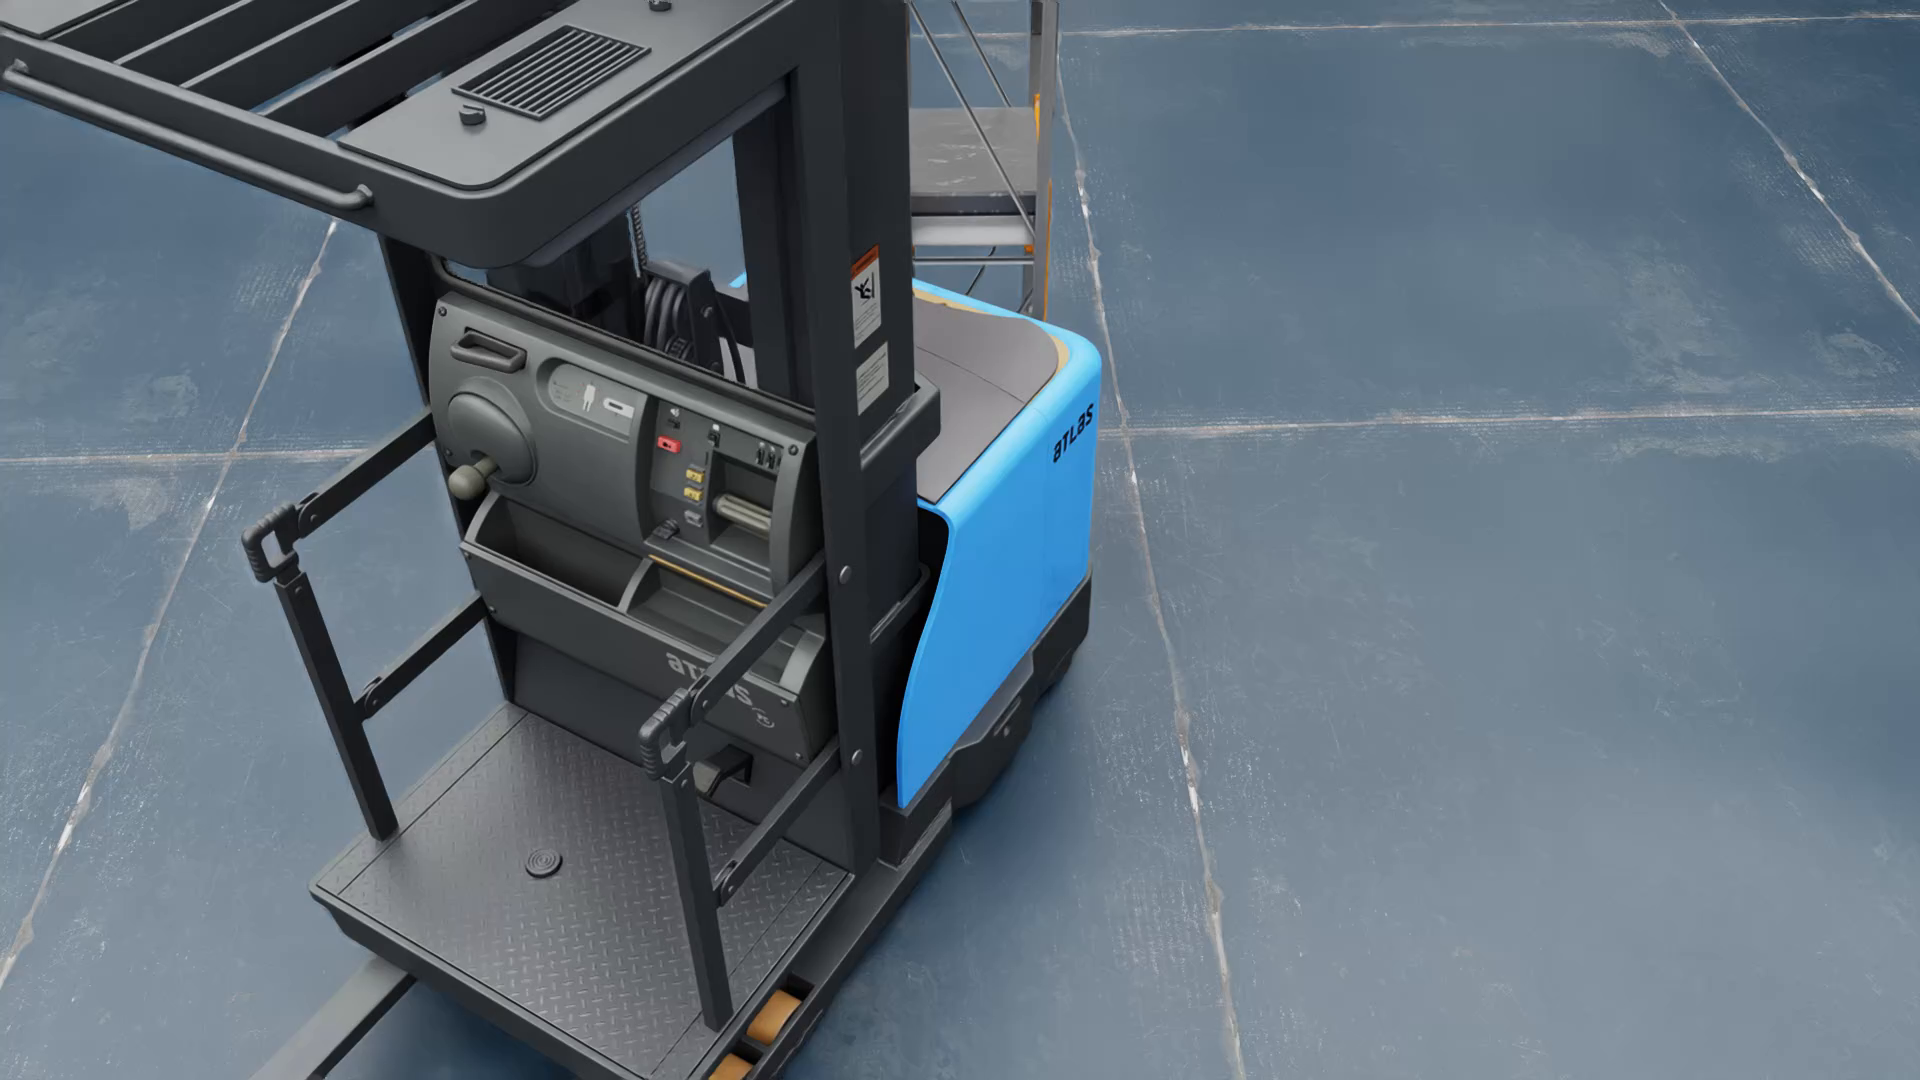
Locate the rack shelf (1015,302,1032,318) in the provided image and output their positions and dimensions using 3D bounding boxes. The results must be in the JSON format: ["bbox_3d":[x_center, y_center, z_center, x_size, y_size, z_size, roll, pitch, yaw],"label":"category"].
[{"bbox_3d":[0.032,-0.393,5.181,0.431,0.518,0.480,0,43,-1],"label":"rack shelf"}]

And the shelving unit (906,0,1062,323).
[{"bbox_3d":[0.032,-0.919,4.699,0.431,2.100,0.503,0,43,-1],"label":"shelving unit"}]

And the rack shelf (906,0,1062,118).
[{"bbox_3d":[0.032,-1.425,4.235,0.431,0.518,0.480,0,43,-1],"label":"rack shelf"}]

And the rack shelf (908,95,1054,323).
[{"bbox_3d":[0.032,-0.909,4.708,0.431,0.518,0.480,0,43,-1],"label":"rack shelf"}]

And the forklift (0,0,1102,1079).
[{"bbox_3d":[-0.809,-0.104,3.195,1.130,2.935,3.031,22,47,22],"label":"forklift"}]

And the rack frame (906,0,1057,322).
[{"bbox_3d":[0.035,-0.755,4.519,0.400,2.100,0.015,0,43,-1],"label":"rack frame"}]

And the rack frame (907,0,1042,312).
[{"bbox_3d":[0.028,-1.084,4.879,0.400,2.100,0.015,0,43,-1],"label":"rack frame"}]
